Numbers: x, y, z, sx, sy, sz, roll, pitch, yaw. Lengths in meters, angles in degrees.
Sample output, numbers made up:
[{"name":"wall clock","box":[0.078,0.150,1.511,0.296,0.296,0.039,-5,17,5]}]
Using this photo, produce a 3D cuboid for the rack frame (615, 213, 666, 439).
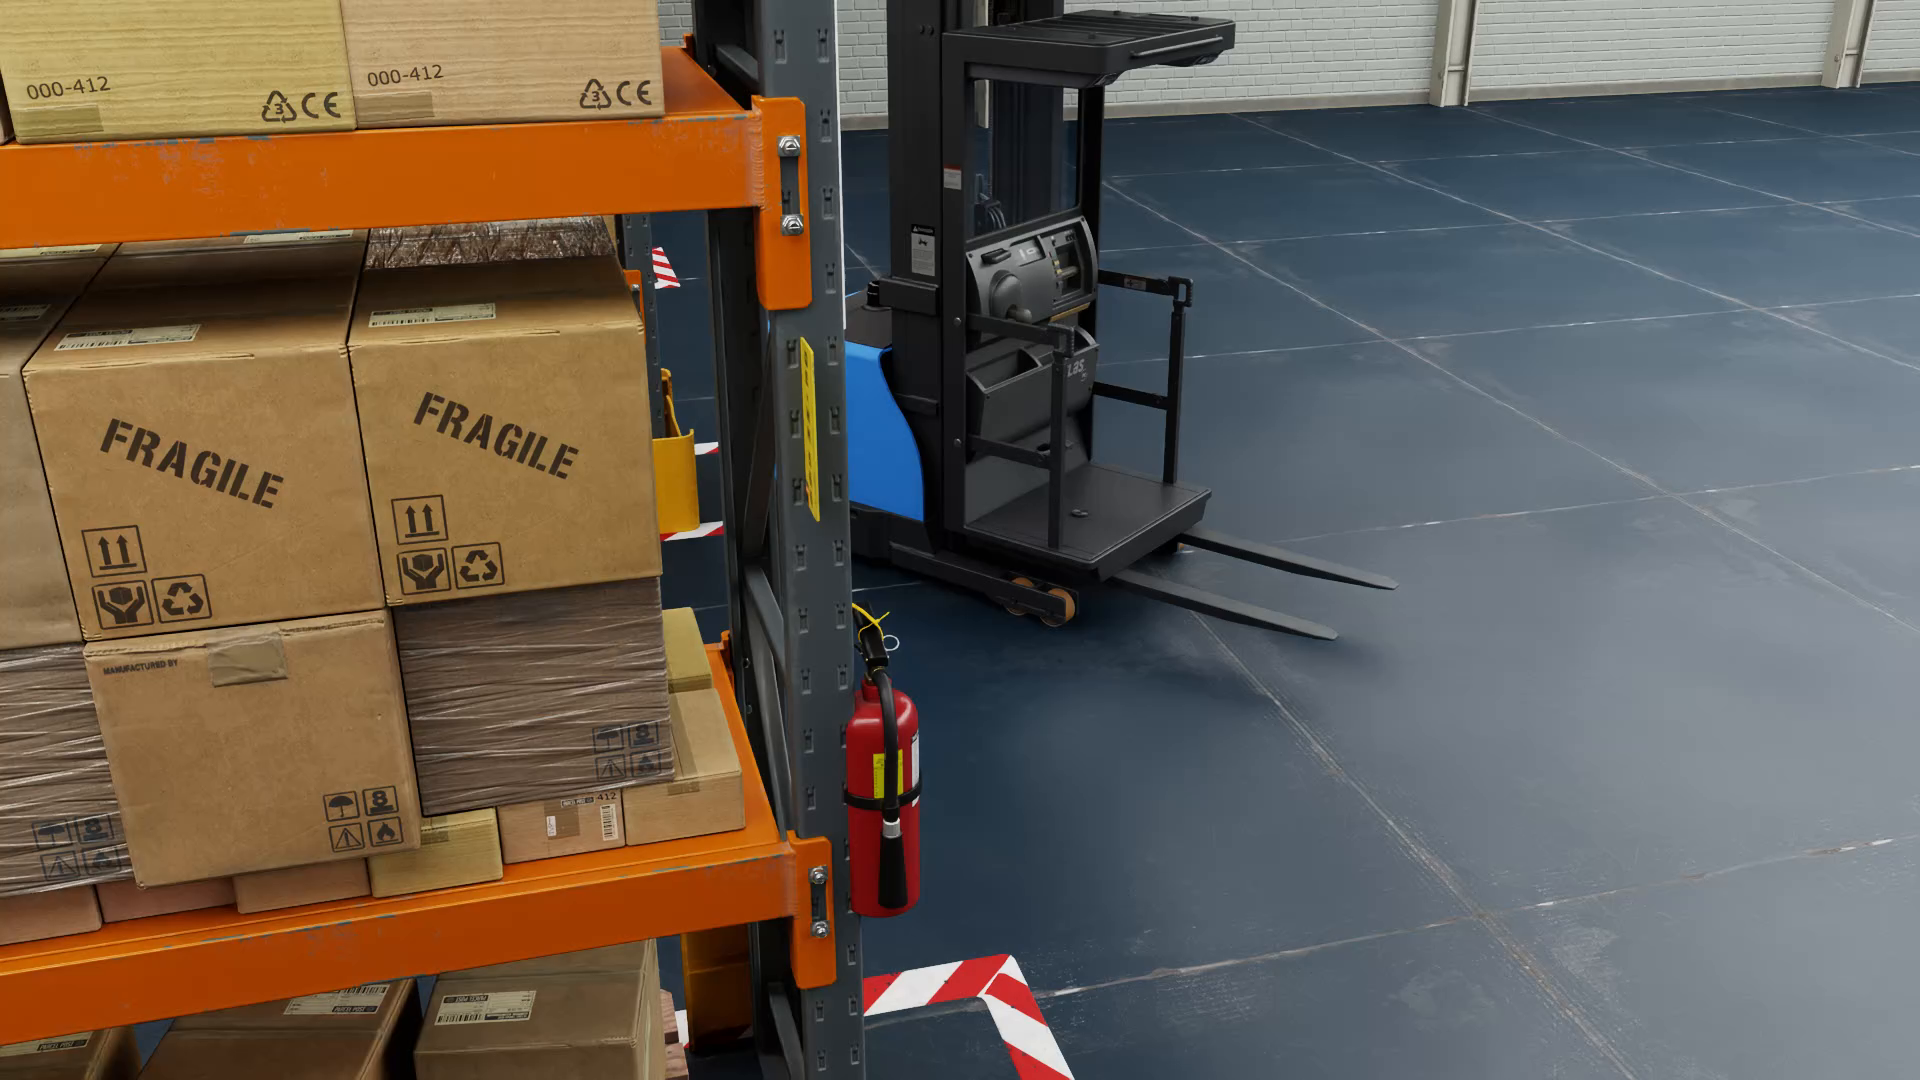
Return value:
[{"name":"rack frame","box":[-1.648,-1.630,8.245,0.127,3.000,1.000,-6,24,-14]}]

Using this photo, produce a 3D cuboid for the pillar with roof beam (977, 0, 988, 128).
[{"name":"pillar with roof beam","box":[1.599,-7.412,14.113,0.400,9.000,9.100,-6,24,-14]}]

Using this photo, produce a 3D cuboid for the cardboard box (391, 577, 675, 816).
[{"name":"cardboard box","box":[-0.942,0.129,3.641,0.500,0.500,0.875,-6,24,-14]}]

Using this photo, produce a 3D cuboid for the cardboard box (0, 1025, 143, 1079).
[{"name":"cardboard box","box":[-2.185,1.416,3.784,0.500,0.500,0.500,-4,24,-9]}]

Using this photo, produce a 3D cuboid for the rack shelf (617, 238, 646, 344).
[{"name":"rack shelf","box":[-3.573,-1.087,7.890,4.000,0.370,1.077,-6,24,-14]}]

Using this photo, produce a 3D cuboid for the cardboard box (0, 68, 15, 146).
[{"name":"cardboard box","box":[-1.776,-0.792,2.679,0.500,0.250,0.500,-6,24,-13]}]

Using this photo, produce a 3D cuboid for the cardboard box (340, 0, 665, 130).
[{"name":"cardboard box","box":[-0.801,-0.898,2.925,0.500,0.250,0.500,-6,24,-13]}]

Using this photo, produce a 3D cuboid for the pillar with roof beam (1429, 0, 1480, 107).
[{"name":"pillar with roof beam","box":[7.376,-8.051,15.602,0.400,9.000,9.100,-6,24,-14]}]

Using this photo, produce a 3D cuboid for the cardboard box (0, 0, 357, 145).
[{"name":"cardboard box","box":[-1.281,-0.844,2.799,0.500,0.250,0.500,-6,24,-14]}]

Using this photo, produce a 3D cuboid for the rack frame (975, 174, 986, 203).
[{"name":"rack frame","box":[0.168,-1.224,9.202,0.032,1.500,0.500,-7,24,-16]}]

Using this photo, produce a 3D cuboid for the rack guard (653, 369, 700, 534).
[{"name":"rack guard","box":[-1.625,-0.484,8.744,0.348,0.500,1.175,-6,24,-14]}]

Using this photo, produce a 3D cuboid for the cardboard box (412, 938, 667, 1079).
[{"name":"cardboard box","box":[-1.011,1.280,4.101,0.500,0.500,0.500,-2,23,-5]}]

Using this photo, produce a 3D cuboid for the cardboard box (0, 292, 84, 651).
[{"name":"cardboard box","box":[-1.830,-0.118,2.950,0.500,0.500,0.500,-6,24,-14]}]

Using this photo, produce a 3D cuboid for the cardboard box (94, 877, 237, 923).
[{"name":"cardboard box","box":[-1.588,0.592,3.385,0.250,0.149,0.380,-6,24,-14]}]

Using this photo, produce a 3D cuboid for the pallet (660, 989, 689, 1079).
[{"name":"pallet","box":[-1.270,1.626,4.192,1.213,0.211,1.003,-6,24,-14]}]

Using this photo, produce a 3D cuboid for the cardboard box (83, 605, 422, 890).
[{"name":"cardboard box","box":[-1.391,0.228,3.410,0.500,0.500,0.875,-6,24,-14]}]

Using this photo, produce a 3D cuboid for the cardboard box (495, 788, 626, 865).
[{"name":"cardboard box","box":[-0.865,0.514,3.566,0.250,0.149,0.380,-6,24,-14]}]

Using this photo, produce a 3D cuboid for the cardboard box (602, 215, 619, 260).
[{"name":"cardboard box","box":[-1.993,-1.642,8.083,0.550,0.550,0.875,-6,24,-14]}]

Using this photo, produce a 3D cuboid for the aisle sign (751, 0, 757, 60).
[{"name":"aisle sign","box":[-0.427,-1.051,3.600,0.004,0.787,0.394,-6,24,-14]}]

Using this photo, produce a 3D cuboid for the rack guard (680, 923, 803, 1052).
[{"name":"rack guard","box":[-0.478,1.421,4.305,0.348,0.500,1.175,-6,24,-14]}]

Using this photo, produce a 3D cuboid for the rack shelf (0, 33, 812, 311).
[{"name":"rack shelf","box":[-2.331,-0.571,2.885,4.000,0.370,1.077,-6,24,-14]}]

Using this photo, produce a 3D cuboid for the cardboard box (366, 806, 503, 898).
[{"name":"cardboard box","box":[-1.092,0.560,3.458,0.250,0.149,0.380,-6,24,-14]}]

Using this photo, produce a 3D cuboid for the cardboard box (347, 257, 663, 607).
[{"name":"cardboard box","box":[-0.868,-0.226,3.201,0.500,0.500,0.500,-6,24,-14]}]

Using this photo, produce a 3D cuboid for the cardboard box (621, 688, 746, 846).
[{"name":"cardboard box","box":[-0.624,0.488,3.628,0.250,0.149,0.380,-6,24,-14]}]

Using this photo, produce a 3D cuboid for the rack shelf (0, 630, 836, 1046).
[{"name":"rack shelf","box":[-2.331,0.807,3.477,4.000,0.370,1.077,-6,24,-14]}]

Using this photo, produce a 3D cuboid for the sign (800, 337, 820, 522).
[{"name":"sign","box":[-0.275,-0.201,3.045,0.005,0.325,0.100,-6,24,-14]}]

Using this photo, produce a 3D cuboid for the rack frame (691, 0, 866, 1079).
[{"name":"rack frame","box":[-0.405,0.264,3.831,0.127,3.000,1.000,-6,24,-14]}]

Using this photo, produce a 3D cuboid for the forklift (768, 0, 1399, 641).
[{"name":"forklift","box":[0.499,-1.200,7.330,3.031,2.935,1.130,16,28,33]}]

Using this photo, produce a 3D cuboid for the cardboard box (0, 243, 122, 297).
[{"name":"cardboard box","box":[-1.973,-0.319,3.417,0.500,0.500,0.500,-6,24,-14]}]

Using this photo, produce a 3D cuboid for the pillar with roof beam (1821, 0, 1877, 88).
[{"name":"pillar with roof beam","box":[13.153,-8.691,17.092,0.400,9.000,9.100,-6,24,-14]}]

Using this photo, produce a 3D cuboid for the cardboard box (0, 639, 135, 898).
[{"name":"cardboard box","box":[-1.884,0.265,3.325,0.500,0.500,0.875,-6,24,-14]}]

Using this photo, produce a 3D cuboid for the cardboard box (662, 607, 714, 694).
[{"name":"cardboard box","box":[-0.744,0.319,4.021,0.250,0.149,0.380,-6,24,-14]}]

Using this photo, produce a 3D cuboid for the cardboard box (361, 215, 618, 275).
[{"name":"cardboard box","box":[-1.008,-0.423,3.660,0.500,0.500,0.500,-6,24,-14]}]

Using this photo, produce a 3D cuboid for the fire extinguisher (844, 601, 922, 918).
[{"name":"fire extinguisher","box":[-0.171,0.462,3.467,0.183,0.674,0.296,-6,24,-14]}]

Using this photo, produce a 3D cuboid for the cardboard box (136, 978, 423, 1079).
[{"name":"cardboard box","box":[-1.577,1.356,3.923,0.500,0.500,0.500,0,23,0]}]

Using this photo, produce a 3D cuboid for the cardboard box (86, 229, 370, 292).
[{"name":"cardboard box","box":[-1.492,-0.373,3.543,0.500,0.500,0.500,-6,24,-14]}]

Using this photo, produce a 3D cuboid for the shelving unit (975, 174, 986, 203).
[{"name":"shelving unit","box":[-0.317,-1.165,9.063,1.048,1.500,0.538,-7,24,-16]}]

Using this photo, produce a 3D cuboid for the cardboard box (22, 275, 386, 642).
[{"name":"cardboard box","box":[-1.348,-0.171,3.071,0.500,0.500,0.500,-6,24,-14]}]

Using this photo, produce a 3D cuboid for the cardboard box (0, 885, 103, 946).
[{"name":"cardboard box","box":[-1.823,0.627,3.303,0.250,0.149,0.380,-6,24,-14]}]

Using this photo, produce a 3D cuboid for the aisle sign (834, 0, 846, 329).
[{"name":"aisle sign","box":[-0.265,-0.824,3.069,0.004,0.787,0.394,-6,24,-14]}]

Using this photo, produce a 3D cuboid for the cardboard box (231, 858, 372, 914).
[{"name":"cardboard box","box":[-1.336,0.581,3.410,0.250,0.149,0.380,-6,24,-14]}]
